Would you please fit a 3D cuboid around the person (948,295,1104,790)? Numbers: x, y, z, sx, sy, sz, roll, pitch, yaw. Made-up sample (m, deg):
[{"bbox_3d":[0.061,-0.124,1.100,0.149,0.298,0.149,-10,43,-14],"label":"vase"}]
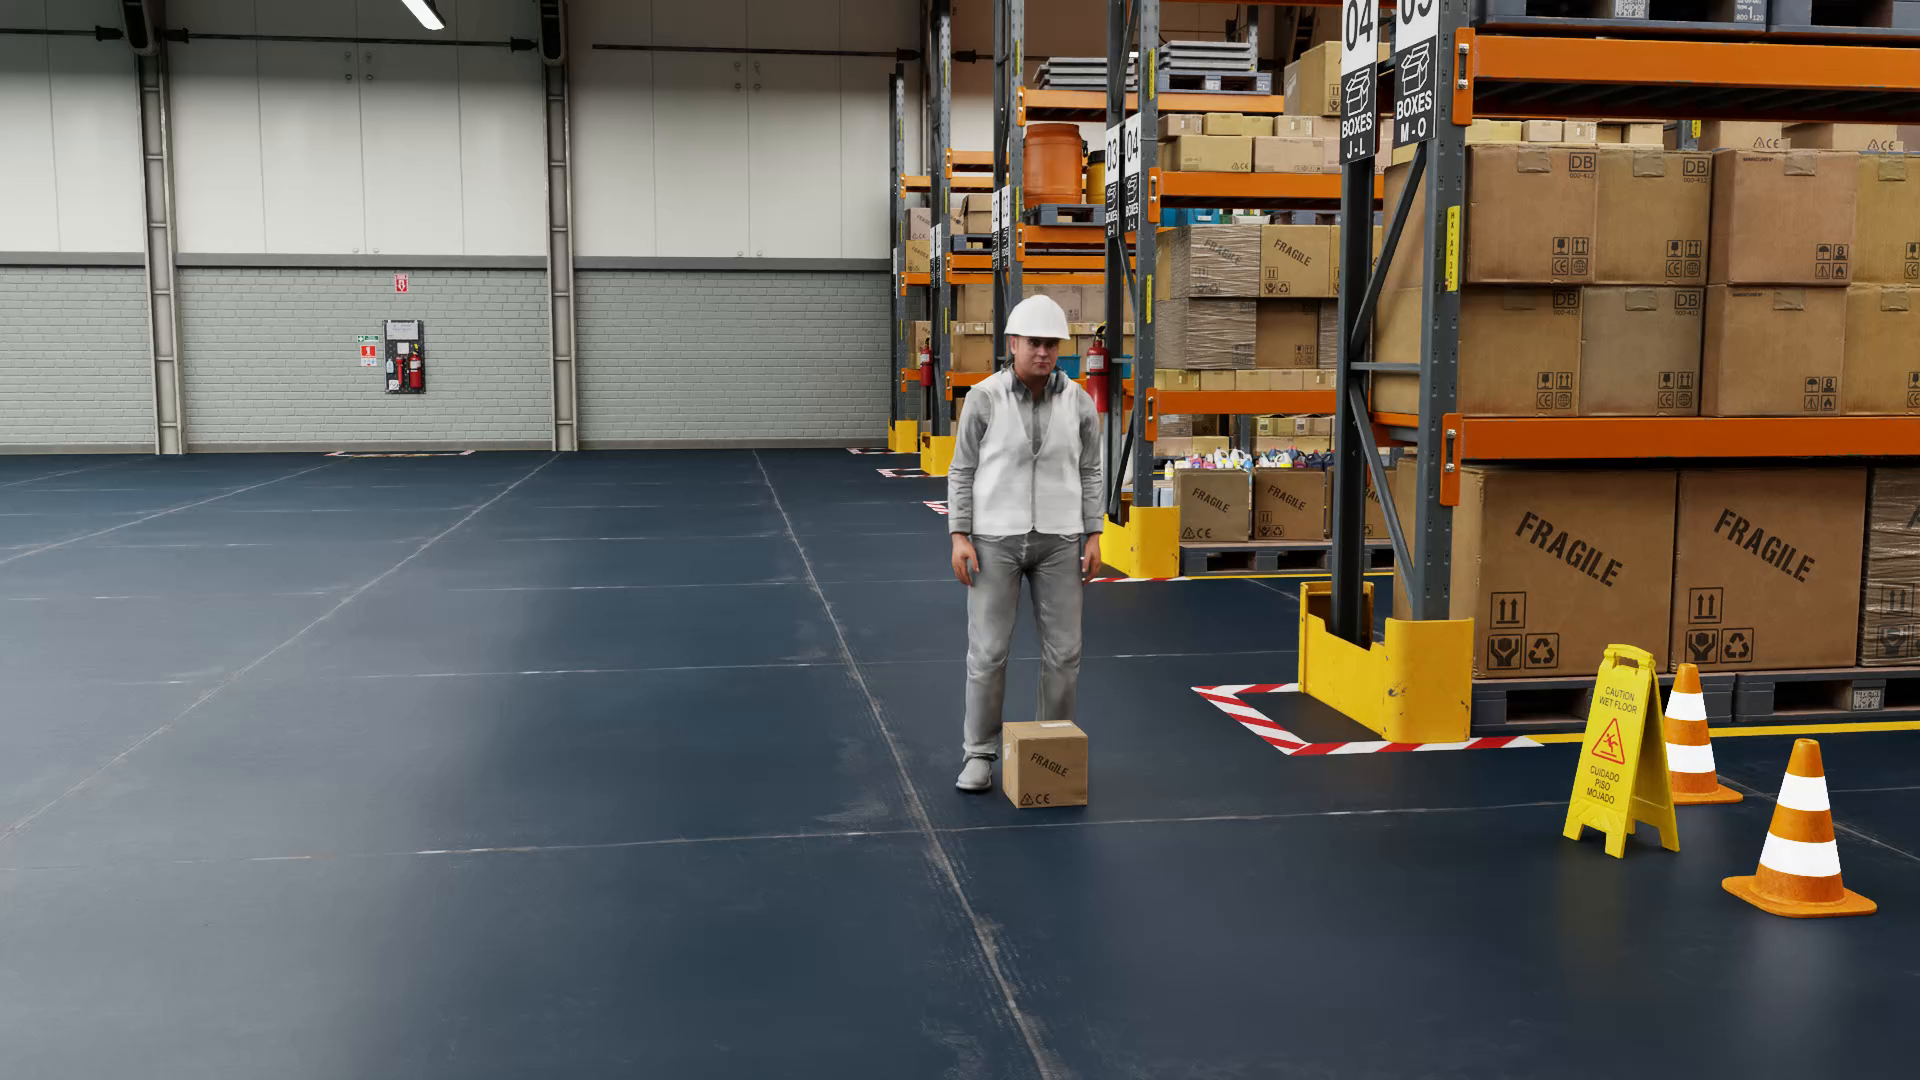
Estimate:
[{"bbox_3d":[0.244,0.006,6.048,0.579,1.770,0.462,-1,7,-10],"label":"person"}]
